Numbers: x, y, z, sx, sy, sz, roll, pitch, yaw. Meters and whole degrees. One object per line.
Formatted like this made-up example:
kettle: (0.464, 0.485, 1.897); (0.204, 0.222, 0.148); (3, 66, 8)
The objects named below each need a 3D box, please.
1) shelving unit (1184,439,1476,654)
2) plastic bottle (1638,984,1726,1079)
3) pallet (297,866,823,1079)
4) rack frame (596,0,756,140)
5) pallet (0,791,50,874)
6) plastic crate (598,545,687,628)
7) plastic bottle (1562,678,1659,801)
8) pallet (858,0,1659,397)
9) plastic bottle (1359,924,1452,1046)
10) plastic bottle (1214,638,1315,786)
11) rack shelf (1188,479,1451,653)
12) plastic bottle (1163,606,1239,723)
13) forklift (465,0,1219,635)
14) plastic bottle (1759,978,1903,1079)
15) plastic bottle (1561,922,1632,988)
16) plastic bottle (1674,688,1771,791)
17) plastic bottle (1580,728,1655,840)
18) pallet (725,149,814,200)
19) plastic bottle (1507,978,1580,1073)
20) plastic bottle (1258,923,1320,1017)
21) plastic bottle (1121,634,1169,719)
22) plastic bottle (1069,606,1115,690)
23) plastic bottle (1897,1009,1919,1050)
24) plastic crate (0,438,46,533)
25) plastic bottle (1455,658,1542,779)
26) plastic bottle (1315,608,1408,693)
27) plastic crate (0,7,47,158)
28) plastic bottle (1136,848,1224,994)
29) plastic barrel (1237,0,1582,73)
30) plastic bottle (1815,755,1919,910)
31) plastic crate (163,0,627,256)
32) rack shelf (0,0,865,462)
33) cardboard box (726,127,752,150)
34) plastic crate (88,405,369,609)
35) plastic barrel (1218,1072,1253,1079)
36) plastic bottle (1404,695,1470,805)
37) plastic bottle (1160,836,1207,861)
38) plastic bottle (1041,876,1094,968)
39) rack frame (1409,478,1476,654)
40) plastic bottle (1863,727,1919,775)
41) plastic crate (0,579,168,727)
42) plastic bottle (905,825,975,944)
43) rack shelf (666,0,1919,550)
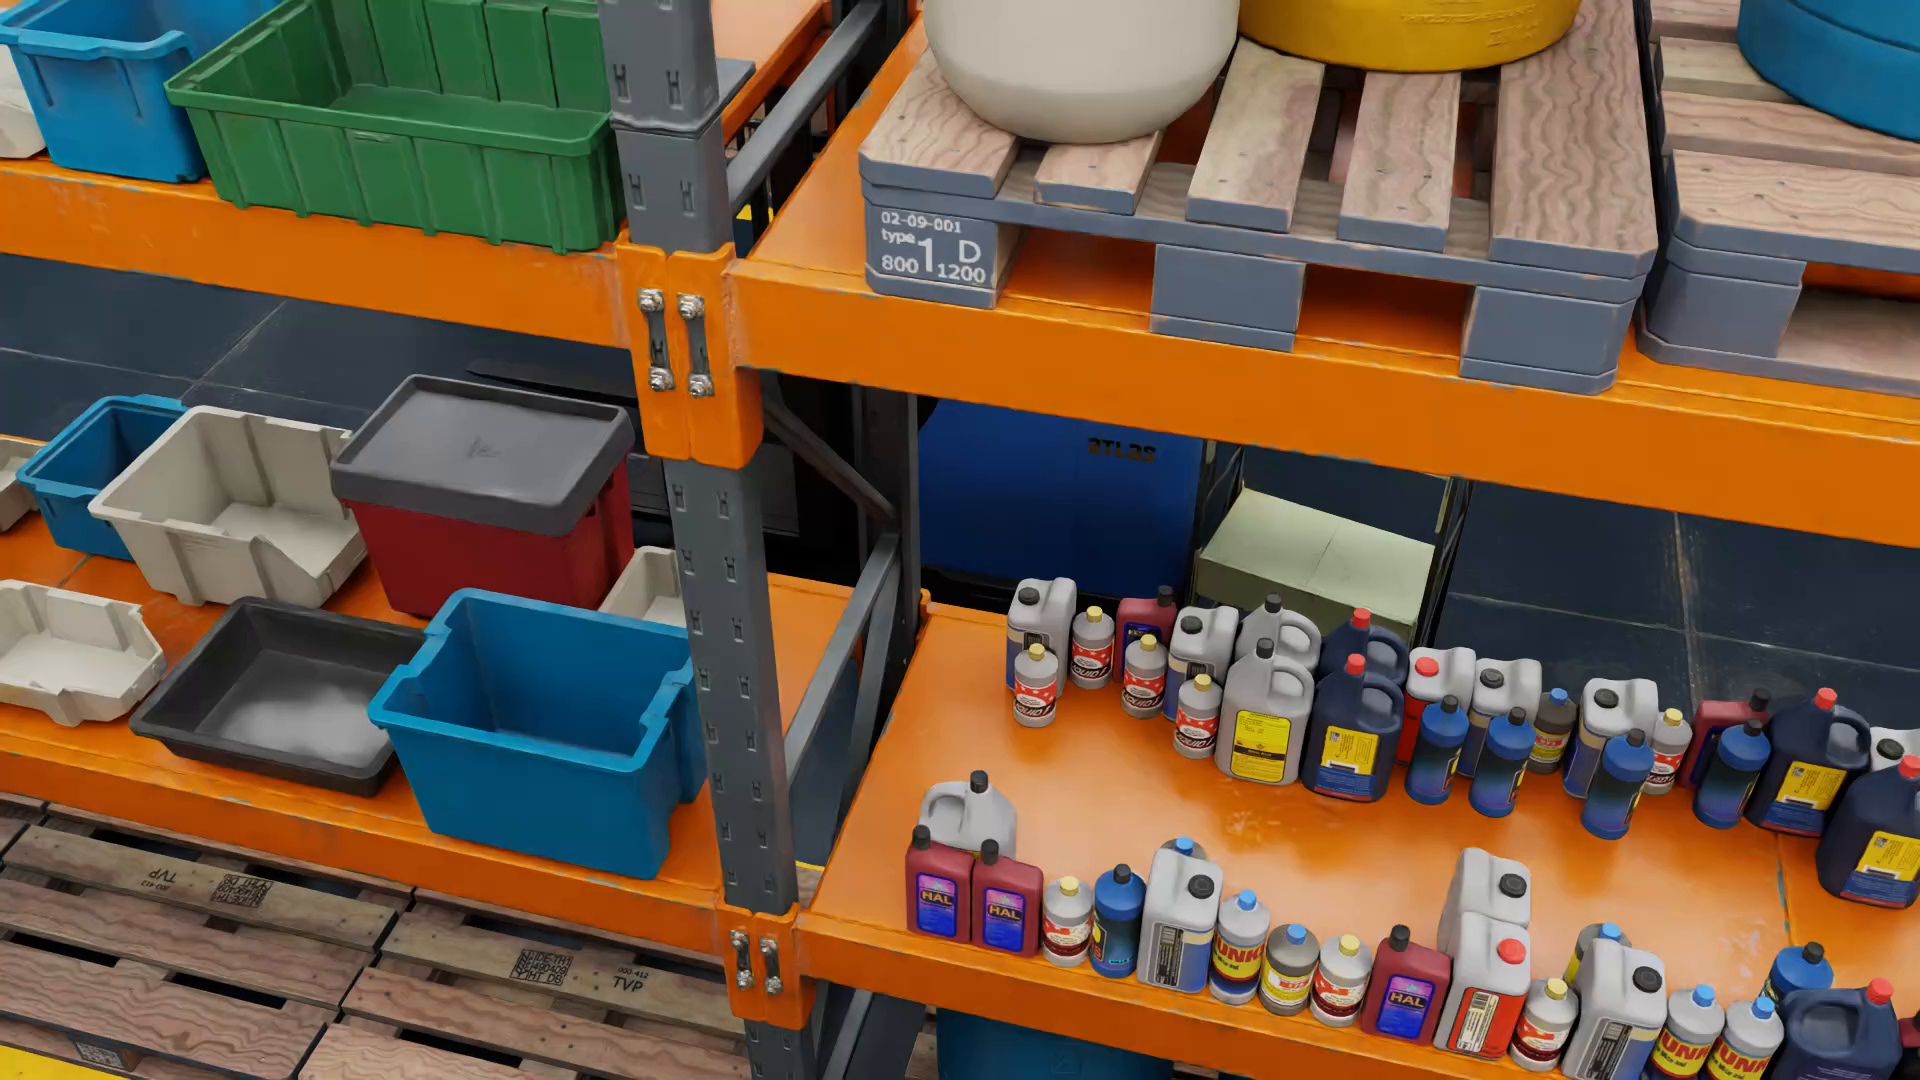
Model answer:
shelving unit: (1.158, -0.085, 5.186); (0.755, 1.500, 0.431); (19, 44, 21)
plastic bottle: (1.290, 0.885, 2.964); (0.097, 0.271, 0.097); (0, 40, 0)
pallet: (-1.002, 1.263, 4.582); (1.213, 0.211, 1.003); (10, 41, 11)
rack frame: (-0.282, -2.004, 1.639); (0.127, 3.000, 1.000); (10, 41, 11)
pallet: (-3.359, 0.857, 5.065); (1.213, 0.211, 1.003); (10, 41, 11)
plastic crate: (-0.694, 0.205, 3.832); (0.243, 0.136, 0.396); (10, 41, 11)
plastic bottle: (1.377, 0.411, 3.525); (0.135, 0.276, 0.152); (10, 41, 11)
pallet: (0.501, -0.714, 2.582); (1.003, 0.211, 1.213); (10, 41, 11)
plastic bottle: (0.820, 0.811, 3.042); (0.133, 0.283, 0.061); (10, 41, 11)
plastic bottle: (0.653, 0.351, 3.538); (0.185, 0.351, 0.144); (10, 41, 11)
rack shelf: (1.158, 0.164, 5.395); (0.720, 0.370, 0.431); (19, 44, 21)
plastic bottle: (0.535, 0.266, 3.697); (0.135, 0.276, 0.152); (10, 41, 11)
forklift: (-0.609, -1.225, 5.430); (3.031, 2.935, 1.130); (10, 41, 11)
plastic bottle: (1.527, 0.880, 2.909); (0.185, 0.351, 0.144); (10, 41, 11)
plastic bottle: (1.200, 0.795, 3.126); (0.097, 0.201, 0.097); (0, 40, 0)
plastic bottle: (1.612, 0.418, 3.511); (0.133, 0.283, 0.061); (10, 41, 11)
plastic bottle: (1.362, 0.493, 3.430); (0.097, 0.271, 0.097); (0, 40, 0)
pallet: (-0.898, -2.093, 8.578); (1.213, 0.211, 1.003); (10, 41, 11)
plastic bottle: (1.066, 0.873, 3.033); (0.097, 0.201, 0.097); (0, 40, 0)
plastic bottle: (0.619, 0.796, 3.124); (0.097, 0.201, 0.097); (0, 40, 0)
plastic bottle: (0.415, 0.296, 3.720); (0.097, 0.201, 0.097); (0, 40, 0)
plastic bottle: (0.302, 0.236, 3.791); (0.097, 0.201, 0.097); (0, 40, 0)
plastic bottle: (1.685, 0.920, 2.913); (0.133, 0.283, 0.061); (10, 41, 11)
plastic crate: (-2.469, -0.145, 4.248); (0.250, 0.136, 0.298); (10, 41, 11)
plastic bottle: (1.153, 0.372, 3.571); (0.135, 0.276, 0.152); (10, 41, 11)
plastic bottle: (0.869, 0.292, 3.608); (0.185, 0.351, 0.144); (10, 41, 11)
plastic crate: (-1.609, -0.730, 2.659); (0.466, 0.136, 0.293); (10, 41, 11)
plastic bottle: (0.420, 0.715, 3.163); (0.135, 0.276, 0.152); (10, 41, 11)
plastic barrel: (0.652, -1.063, 2.378); (0.600, 0.588, 0.600); (0, 40, 0)
plastic bottle: (1.846, 0.562, 3.287); (0.185, 0.351, 0.144); (10, 41, 11)
plastic crate: (-0.769, -0.657, 2.532); (0.662, 0.188, 0.450); (10, 41, 11)
rack shelf: (-2.214, -0.913, 3.231); (4.000, 0.370, 1.077); (10, 41, 11)
cardboard box: (-1.348, -2.588, 8.325); (0.875, 0.875, 0.875); (10, 41, 11)
plastic crate: (-1.709, -0.053, 4.026); (0.530, 0.282, 0.437); (10, 41, 11)
plastic barrel: (0.923, 1.155, 3.848); (0.708, 0.901, 0.600); (10, 41, 11)
plastic bottle: (1.008, 0.432, 3.503); (0.097, 0.271, 0.097); (0, 40, 0)
plastic bottle: (0.435, 0.663, 3.283); (0.097, 0.201, 0.097); (0, 40, 0)
plastic bottle: (0.207, 0.725, 3.209); (0.097, 0.201, 0.097); (0, 40, 0)
rack frame: (1.482, 0.025, 5.054); (0.023, 1.500, 0.400); (19, 44, 21)
plastic bottle: (1.908, 0.502, 3.416); (0.135, 0.276, 0.152); (10, 41, 11)
plastic crate: (-2.042, 0.268, 3.756); (0.466, 0.136, 0.293); (10, 41, 11)
plastic bottle: (-0.038, 0.664, 3.218); (0.133, 0.283, 0.061); (10, 41, 11)
rack shelf: (1.650, -0.248, 2.439); (4.000, 0.370, 1.077); (10, 41, 11)
